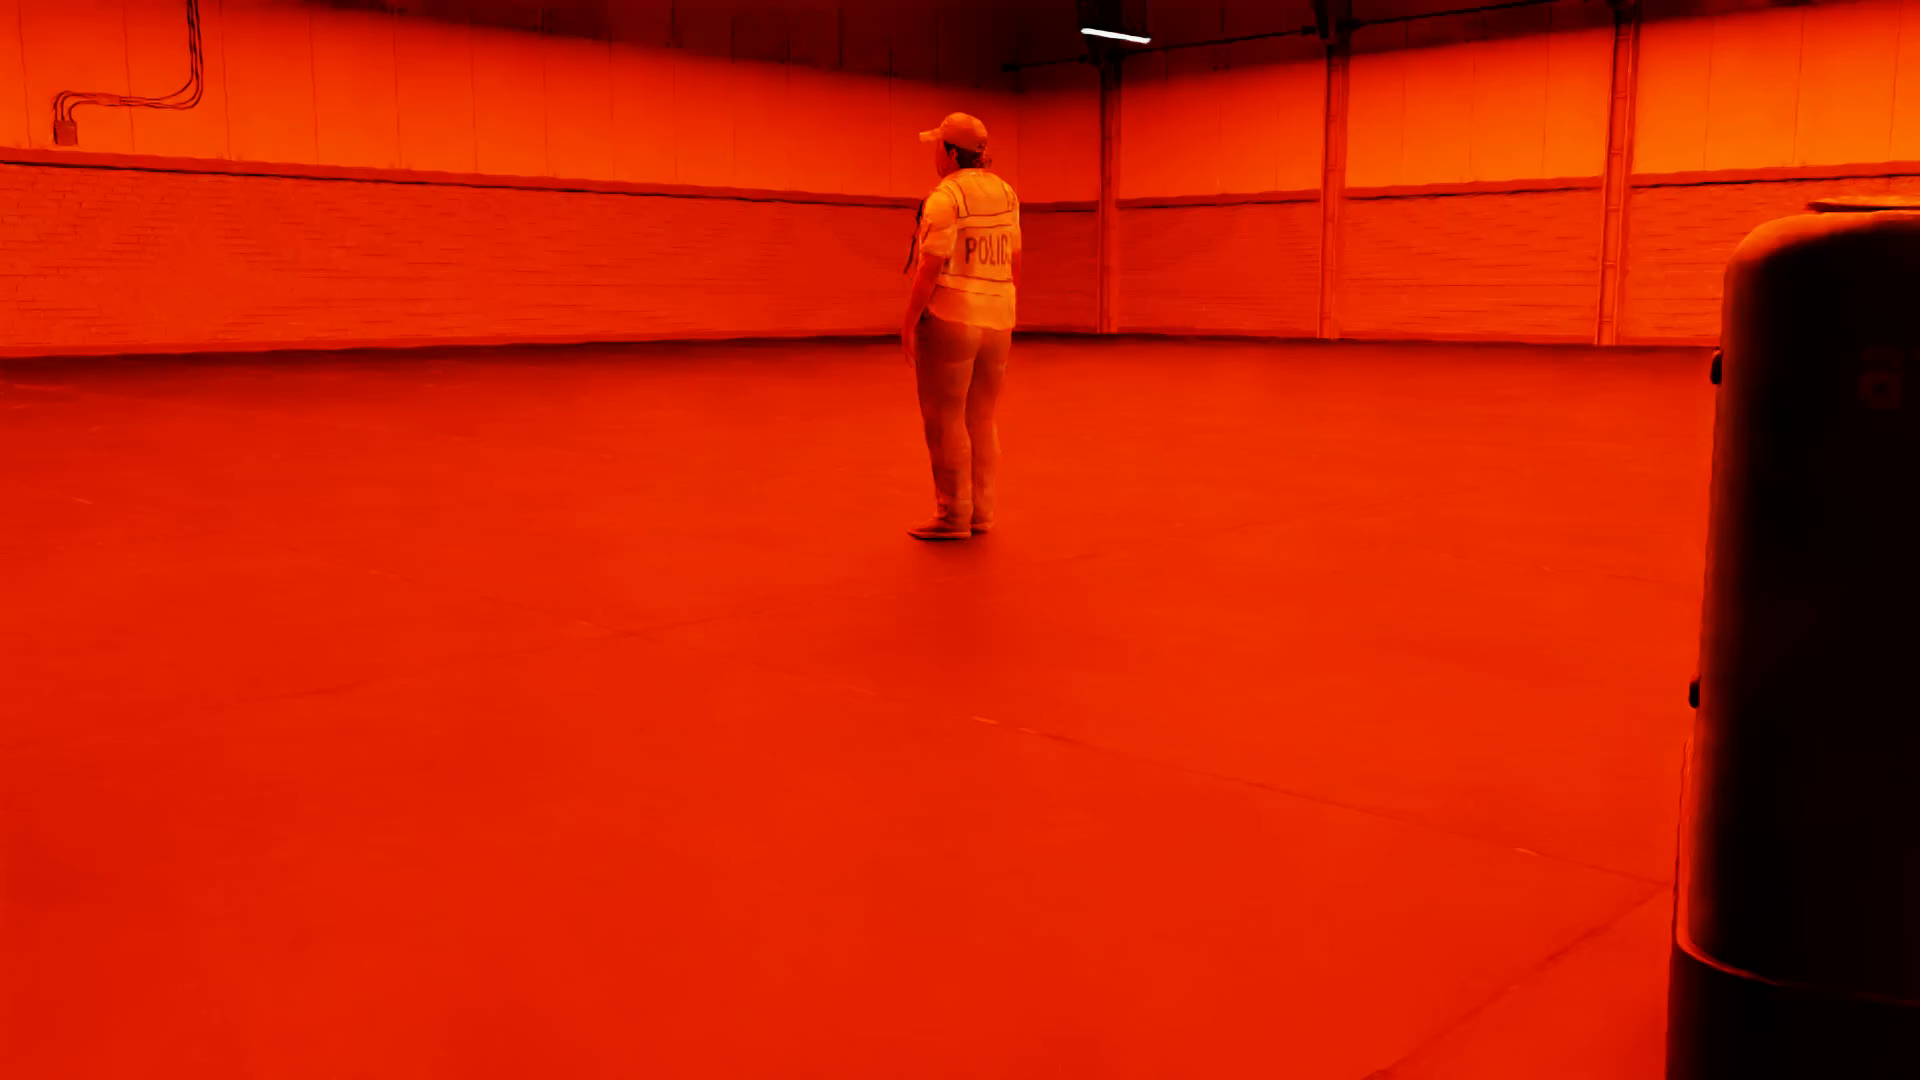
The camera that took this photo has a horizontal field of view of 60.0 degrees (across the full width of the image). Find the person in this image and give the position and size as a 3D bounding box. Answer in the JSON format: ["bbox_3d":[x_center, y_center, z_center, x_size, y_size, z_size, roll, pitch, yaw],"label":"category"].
[{"bbox_3d":[-0.040,-0.842,6.662,0.527,1.669,0.598,8,12,43],"label":"person"}]

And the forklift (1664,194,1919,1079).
[{"bbox_3d":[2.327,-0.681,1.396,3.031,2.935,1.130,4,9,24],"label":"forklift"}]
